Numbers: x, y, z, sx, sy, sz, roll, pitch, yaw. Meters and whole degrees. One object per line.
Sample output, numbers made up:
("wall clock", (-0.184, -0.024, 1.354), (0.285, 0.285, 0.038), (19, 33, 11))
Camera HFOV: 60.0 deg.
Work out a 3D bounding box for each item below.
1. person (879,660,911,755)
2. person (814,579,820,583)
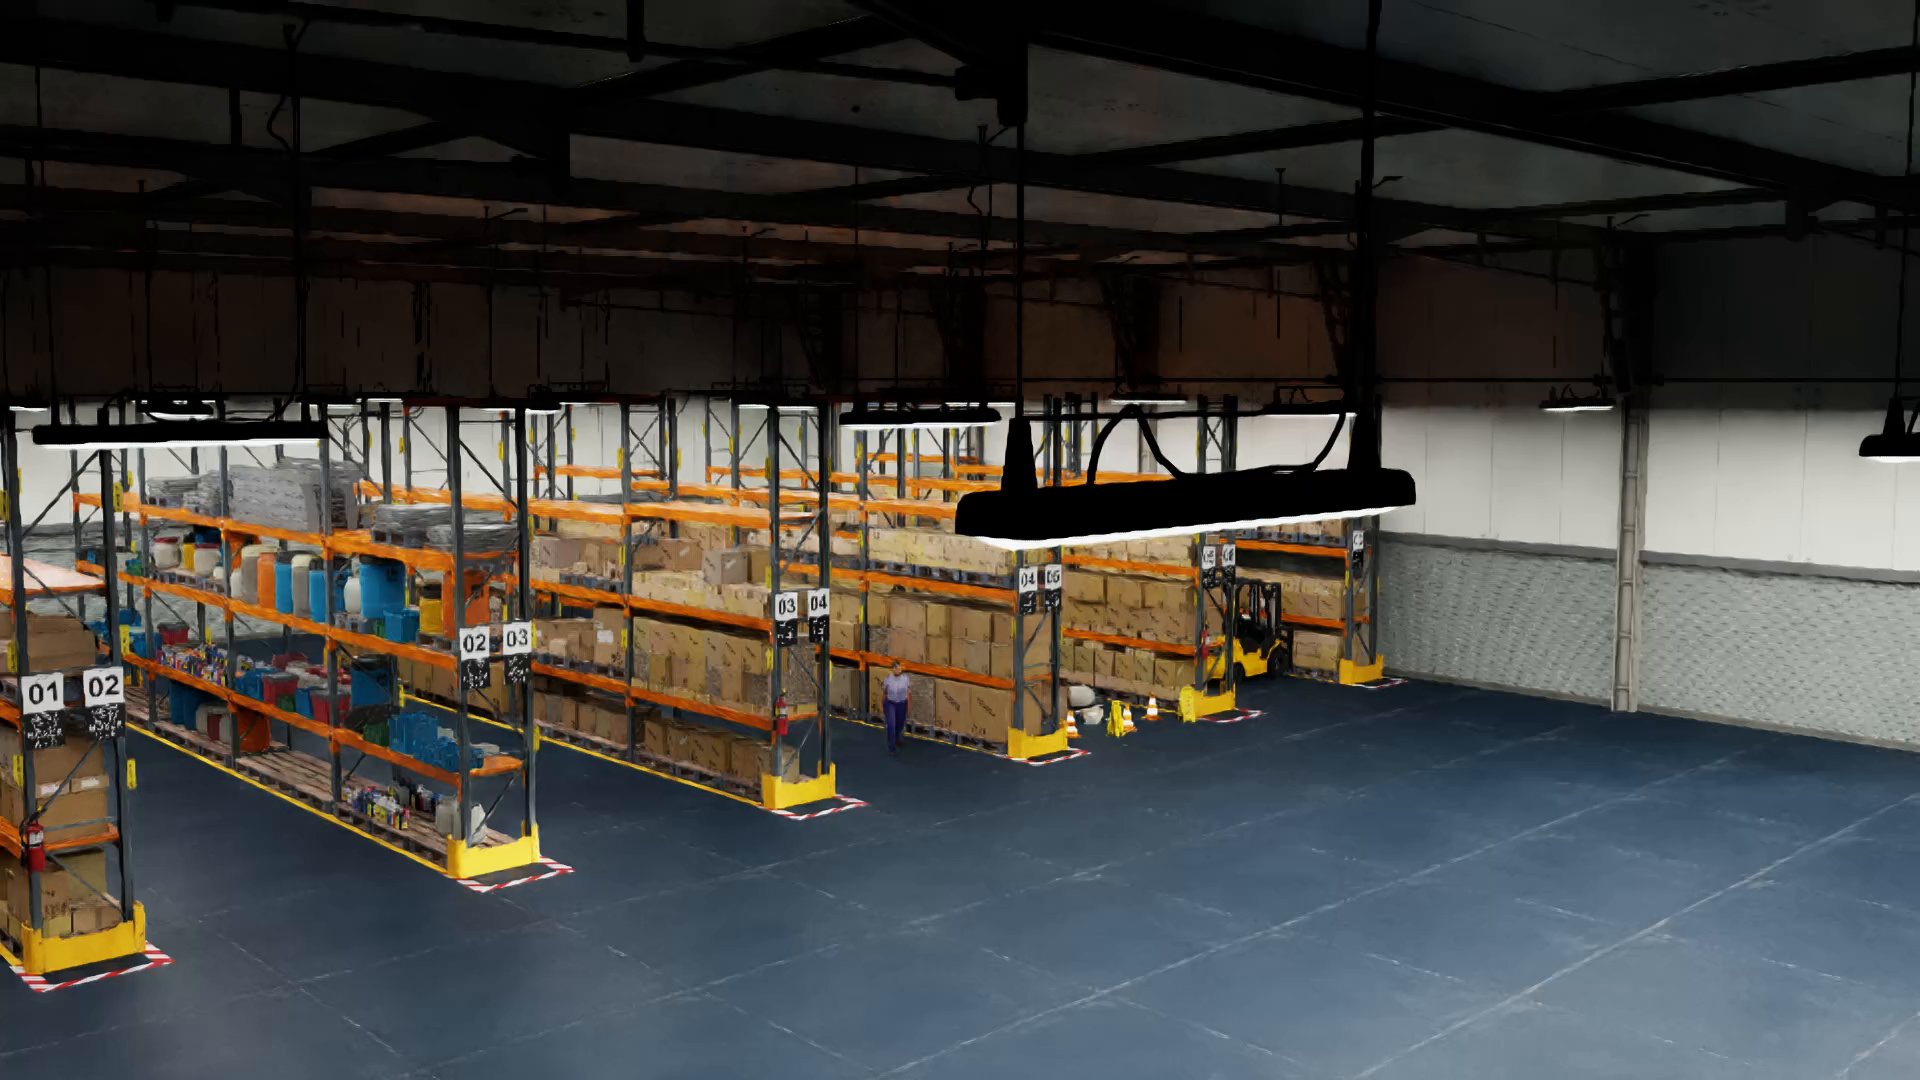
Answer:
("person", (-1.086, 2.824, 28.273), (0.531, 1.556, 0.945), (-2, 6, -22))
("person", (-3.245, 1.770, 37.902), (0.648, 1.765, 0.690), (-2, 6, -23))
